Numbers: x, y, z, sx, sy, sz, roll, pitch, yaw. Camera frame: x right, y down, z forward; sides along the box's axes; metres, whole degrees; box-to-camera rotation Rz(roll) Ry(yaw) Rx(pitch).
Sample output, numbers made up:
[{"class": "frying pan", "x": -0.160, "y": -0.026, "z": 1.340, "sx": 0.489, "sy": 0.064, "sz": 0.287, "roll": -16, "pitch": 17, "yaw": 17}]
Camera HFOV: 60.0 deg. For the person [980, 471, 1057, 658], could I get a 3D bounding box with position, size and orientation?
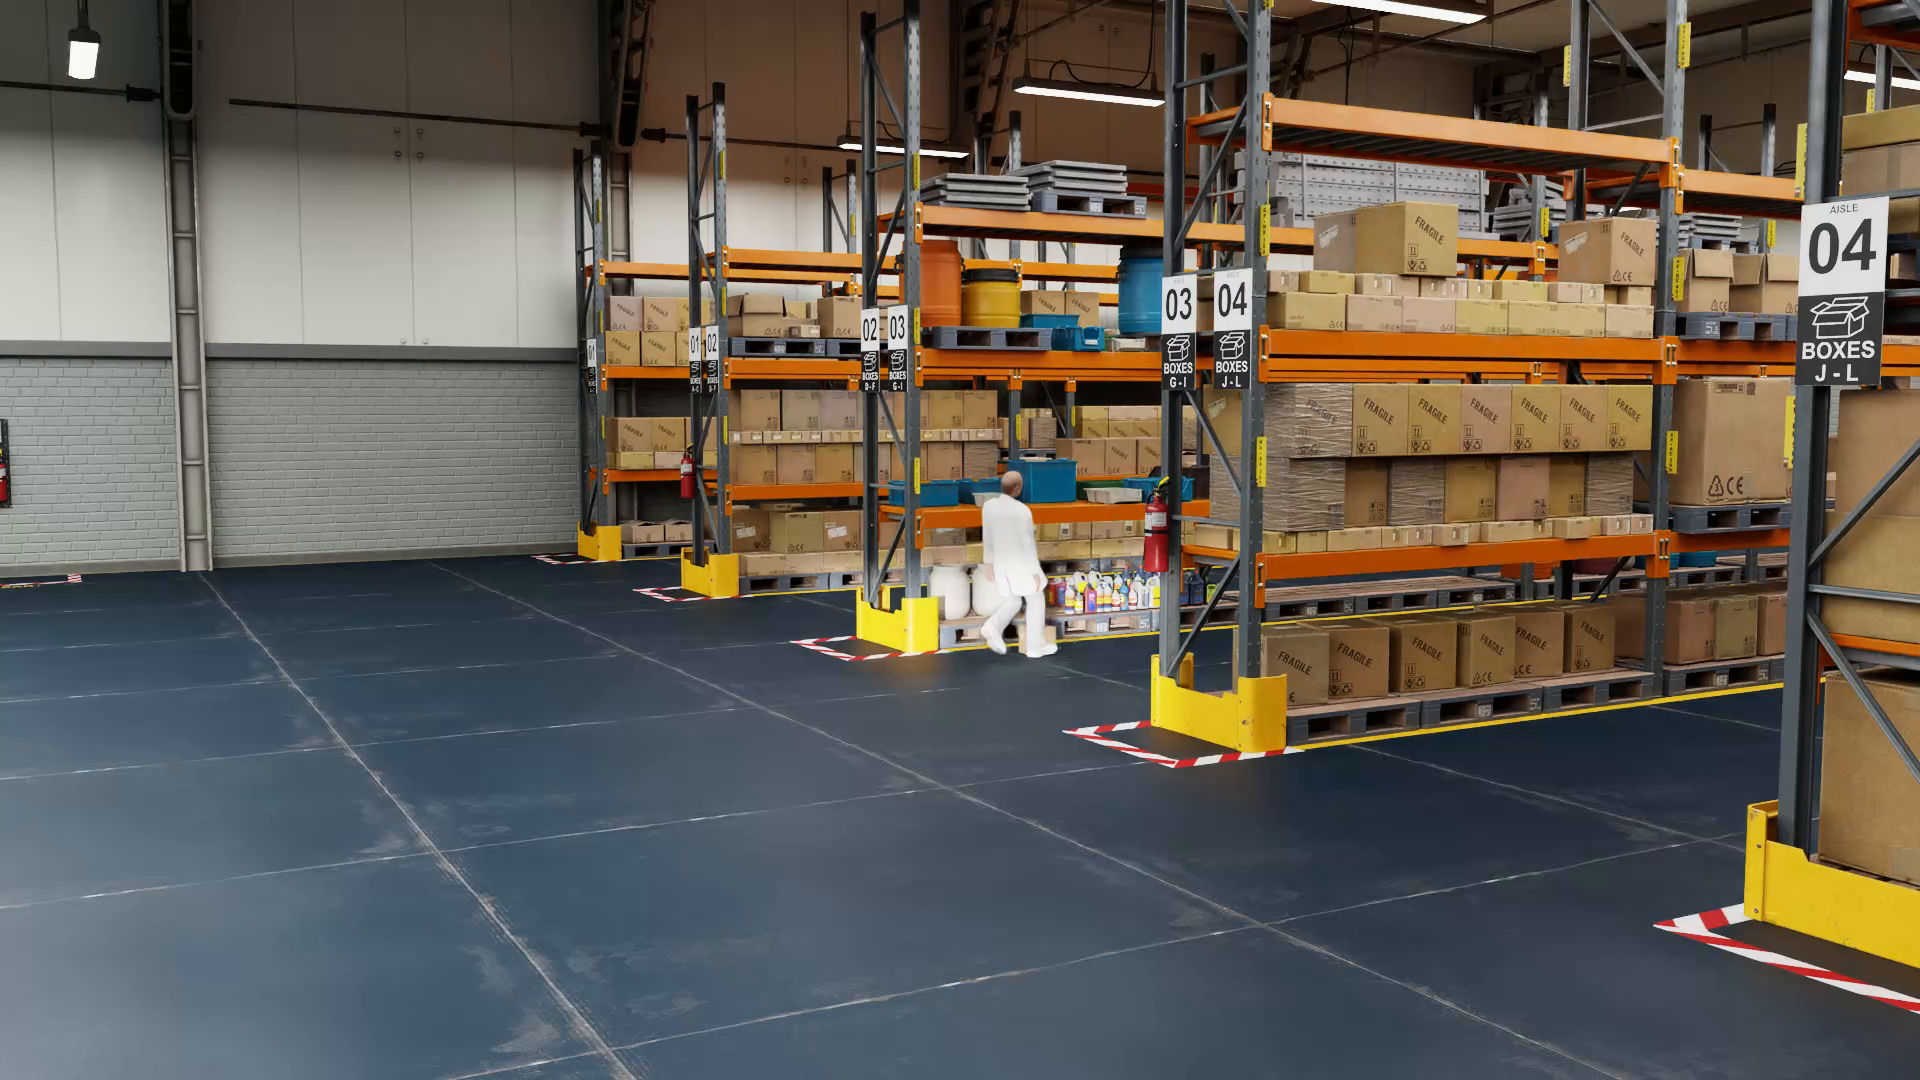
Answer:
[{"class": "person", "x": 0.546, "y": 0.222, "z": 14.977, "sx": 0.653, "sy": 1.708, "sz": 0.907, "roll": 4, "pitch": 6, "yaw": 40}]
